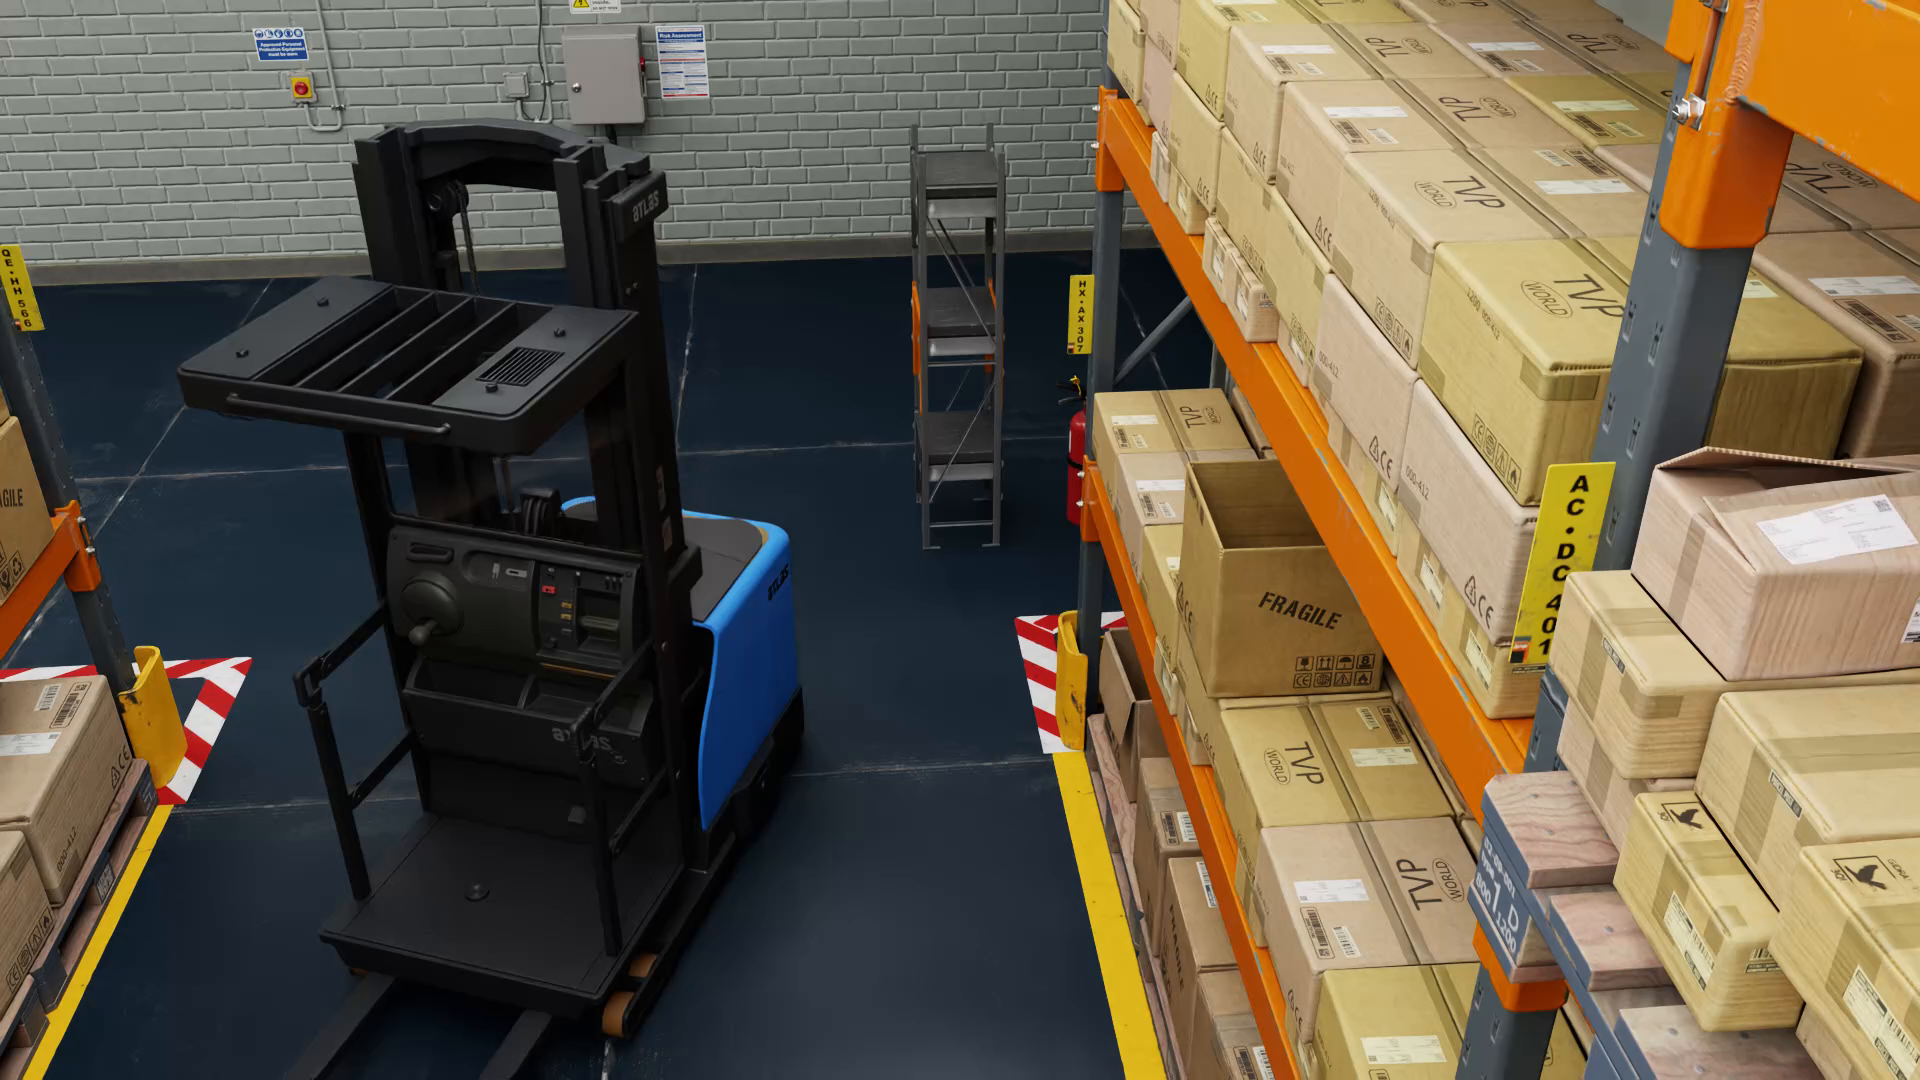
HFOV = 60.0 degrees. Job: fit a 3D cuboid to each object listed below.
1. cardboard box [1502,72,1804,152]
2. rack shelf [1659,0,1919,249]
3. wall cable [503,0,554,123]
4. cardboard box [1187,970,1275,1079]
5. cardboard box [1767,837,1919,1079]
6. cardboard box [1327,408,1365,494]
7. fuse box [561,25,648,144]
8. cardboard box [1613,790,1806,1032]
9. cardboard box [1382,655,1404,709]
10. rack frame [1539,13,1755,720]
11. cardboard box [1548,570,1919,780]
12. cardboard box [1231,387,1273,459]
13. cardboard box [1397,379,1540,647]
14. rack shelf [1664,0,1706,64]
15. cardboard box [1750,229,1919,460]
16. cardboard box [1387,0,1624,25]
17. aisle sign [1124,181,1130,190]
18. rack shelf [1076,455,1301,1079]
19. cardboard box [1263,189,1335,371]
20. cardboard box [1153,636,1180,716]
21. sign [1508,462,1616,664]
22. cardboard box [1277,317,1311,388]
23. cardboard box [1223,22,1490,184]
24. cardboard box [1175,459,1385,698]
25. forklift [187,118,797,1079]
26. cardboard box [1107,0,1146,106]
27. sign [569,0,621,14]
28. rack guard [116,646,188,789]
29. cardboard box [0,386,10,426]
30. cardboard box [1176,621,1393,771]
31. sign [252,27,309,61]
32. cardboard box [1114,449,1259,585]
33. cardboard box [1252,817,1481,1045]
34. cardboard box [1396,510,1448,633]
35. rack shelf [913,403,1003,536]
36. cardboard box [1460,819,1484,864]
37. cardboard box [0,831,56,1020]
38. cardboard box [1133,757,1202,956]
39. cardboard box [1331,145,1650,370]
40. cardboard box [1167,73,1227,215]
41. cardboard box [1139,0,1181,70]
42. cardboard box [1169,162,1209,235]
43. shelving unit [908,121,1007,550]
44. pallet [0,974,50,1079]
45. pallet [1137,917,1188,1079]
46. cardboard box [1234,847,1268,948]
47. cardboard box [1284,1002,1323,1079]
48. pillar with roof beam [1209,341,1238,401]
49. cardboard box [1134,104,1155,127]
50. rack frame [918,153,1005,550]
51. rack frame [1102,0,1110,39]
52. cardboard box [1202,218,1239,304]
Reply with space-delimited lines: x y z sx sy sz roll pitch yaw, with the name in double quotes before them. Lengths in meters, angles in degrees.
"cardboard box" 1.511 -0.839 3.672 0.500 0.250 0.500 -3 31 -5
"rack shelf" 1.572 0.443 0.325 1.077 0.370 4.000 -3 31 -5
"wall cable" -3.069 -3.674 10.985 0.588 1.984 0.122 -3 31 -5
"cardboard box" 1.113 1.652 5.087 0.700 0.500 0.500 -4 31 -6
"cardboard box" 1.054 0.424 1.639 0.380 0.149 0.250 -3 31 -6
"cardboard box" 1.003 -0.221 3.515 0.380 0.149 0.250 -3 31 -5
"fuse box" -2.375 -2.637 11.496 0.539 1.711 0.414 -3 31 -5
"cardboard box" 1.007 0.419 1.937 0.380 0.149 0.250 -2 31 -4
"cardboard box" 1.456 0.416 4.984 0.500 0.250 0.500 -3 31 -5
"rack frame" 1.385 -1.059 1.748 1.000 3.000 0.127 -3 31 -5
"cardboard box" 0.977 0.159 2.081 0.380 0.149 0.250 -2 31 -3
"cardboard box" 1.319 -0.367 6.295 0.500 0.250 0.500 -2 31 -3
"cardboard box" 1.091 -0.069 2.871 0.500 0.250 0.500 -3 31 -4
"rack shelf" 1.199 -1.770 3.642 1.077 0.370 4.000 -3 31 -5
"cardboard box" 1.622 -0.316 2.797 0.500 0.250 0.500 -3 31 -5
"cardboard box" 1.438 -1.350 4.528 0.500 0.250 0.500 -2 31 -4
"aisle sign" 0.713 -1.662 6.073 0.394 0.787 0.004 -3 31 -5
"rack shelf" 1.199 0.804 5.180 1.077 0.370 4.000 -3 31 -5
"cardboard box" 0.996 -0.596 3.753 0.500 0.250 0.500 -2 31 -4
"cardboard box" 0.840 0.423 5.361 0.380 0.149 0.250 -4 31 -6
"sign" 0.846 0.037 2.334 0.100 0.325 0.005 -3 31 -5
"cardboard box" 0.978 -0.487 3.961 0.380 0.149 0.250 -2 31 -4
"cardboard box" 0.950 -1.077 4.071 0.500 0.250 0.500 -2 31 -3
"cardboard box" 0.926 0.099 4.783 0.500 0.500 0.500 -2 31 -3
"forklift" -1.549 0.262 5.453 1.130 2.935 3.031 7 32 11
"cardboard box" 0.781 -1.637 5.497 0.500 0.250 0.500 -3 31 -5
"sign" -2.449 -3.647 11.126 0.339 0.242 0.001 -3 31 -5
"rack guard" -3.932 0.775 6.965 1.175 0.500 0.348 -3 31 -5
"cardboard box" -3.648 -0.523 5.629 0.500 0.500 0.500 -2 31 -3
"cardboard box" 0.953 0.432 4.958 0.500 0.250 0.500 -4 31 -6
"sign" -4.534 -3.309 11.101 0.327 0.218 0.001 -3 31 -5
"cardboard box" 0.833 -0.087 5.827 0.500 0.250 0.500 -2 31 -4
"cardboard box" 1.033 0.950 4.091 0.500 0.250 0.500 -3 31 -4
"cardboard box" 1.038 0.042 3.074 0.380 0.149 0.250 -3 31 -5
"rack shelf" -0.015 -0.373 8.719 0.431 0.518 0.480 -3 31 -5
"cardboard box" 1.554 0.932 4.121 0.500 0.250 0.500 -3 31 -5
"cardboard box" -3.675 1.433 5.515 0.875 0.438 0.875 -2 31 -3
"cardboard box" 1.016 1.122 5.974 0.700 0.500 0.500 -2 31 -3
"cardboard box" 1.043 -0.554 3.196 0.500 0.250 0.500 -3 31 -5
"cardboard box" 0.884 -1.117 4.625 0.500 0.250 0.500 -4 31 -6
"cardboard box" 0.832 -1.592 4.934 0.500 0.250 0.500 -3 31 -5
"cardboard box" 0.820 -1.002 4.822 0.380 0.149 0.250 -3 31 -5
"shelving unit" -0.016 -0.986 8.353 0.431 2.100 0.503 -3 31 -5
"pallet" -3.666 1.937 5.301 1.003 0.211 1.213 -3 31 -5
"pallet" 1.205 1.739 5.633 1.003 0.211 1.213 -3 31 -5
"cardboard box" 0.961 0.946 4.486 0.380 0.149 0.250 -3 31 -5
"cardboard box" 1.010 1.210 4.044 0.380 0.149 0.250 -2 31 -3
"pillar with roof beam" -2.629 -4.315 7.198 9.100 9.000 0.400 -3 31 -5
"cardboard box" 0.810 -1.532 5.709 0.380 0.149 0.250 -2 31 -4
"rack frame" 0.007 -0.861 8.144 0.400 2.100 0.015 -3 31 -5
"rack frame" 1.012 -3.101 5.167 1.000 3.000 0.127 -3 31 -5
"cardboard box" 0.857 -0.744 4.391 0.380 0.149 0.250 -3 31 -4
